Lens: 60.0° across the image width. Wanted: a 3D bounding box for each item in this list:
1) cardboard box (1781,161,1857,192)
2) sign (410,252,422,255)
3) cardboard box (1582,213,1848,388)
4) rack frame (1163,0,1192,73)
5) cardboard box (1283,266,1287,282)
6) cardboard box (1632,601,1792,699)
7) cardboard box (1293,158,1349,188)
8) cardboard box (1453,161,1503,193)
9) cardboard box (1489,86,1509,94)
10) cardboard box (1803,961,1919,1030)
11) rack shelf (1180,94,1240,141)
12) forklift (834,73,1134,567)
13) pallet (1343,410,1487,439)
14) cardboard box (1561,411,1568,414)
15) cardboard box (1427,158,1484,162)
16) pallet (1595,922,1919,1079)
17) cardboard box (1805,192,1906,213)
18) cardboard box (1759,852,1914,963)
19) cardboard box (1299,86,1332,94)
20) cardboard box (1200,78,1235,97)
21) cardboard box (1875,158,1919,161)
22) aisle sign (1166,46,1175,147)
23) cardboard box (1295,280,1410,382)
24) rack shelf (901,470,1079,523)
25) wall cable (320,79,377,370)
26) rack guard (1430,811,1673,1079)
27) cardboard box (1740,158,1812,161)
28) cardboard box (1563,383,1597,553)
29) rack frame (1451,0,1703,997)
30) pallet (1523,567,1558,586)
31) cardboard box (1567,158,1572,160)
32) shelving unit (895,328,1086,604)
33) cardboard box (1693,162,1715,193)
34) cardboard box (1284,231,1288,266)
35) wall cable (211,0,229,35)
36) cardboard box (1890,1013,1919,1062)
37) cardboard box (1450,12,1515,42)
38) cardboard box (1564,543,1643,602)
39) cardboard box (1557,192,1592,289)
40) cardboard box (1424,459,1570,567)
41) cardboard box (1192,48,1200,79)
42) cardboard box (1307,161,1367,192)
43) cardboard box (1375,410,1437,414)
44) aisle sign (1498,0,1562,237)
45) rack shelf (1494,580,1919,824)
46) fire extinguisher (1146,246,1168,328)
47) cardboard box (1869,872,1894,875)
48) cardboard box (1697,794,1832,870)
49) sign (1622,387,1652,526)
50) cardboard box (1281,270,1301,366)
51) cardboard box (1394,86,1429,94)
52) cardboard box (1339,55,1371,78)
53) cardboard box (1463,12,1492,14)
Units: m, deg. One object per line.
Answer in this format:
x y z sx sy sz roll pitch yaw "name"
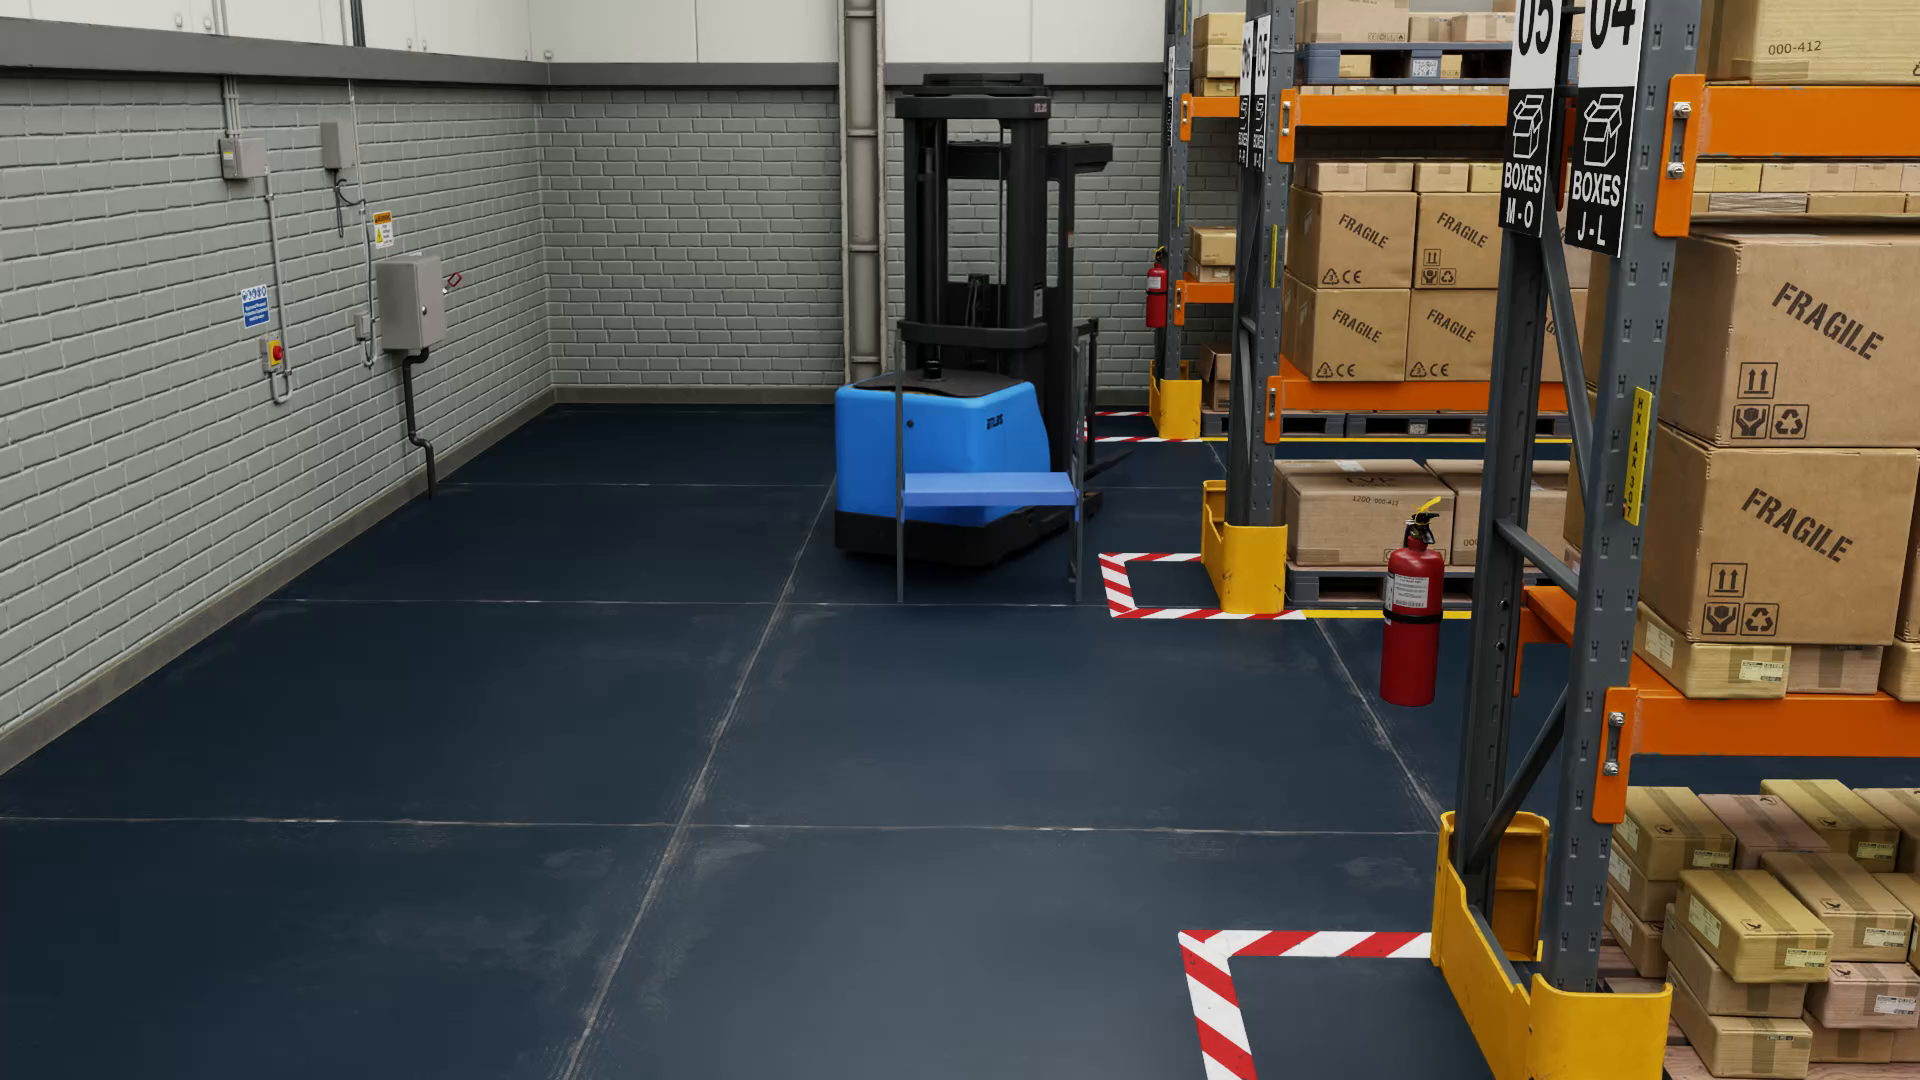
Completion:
4.598 -1.957 8.949 0.250 0.149 0.380 0 15 1 "cardboard box"
-3.953 -1.833 12.093 0.001 0.494 0.329 0 15 1 "sign"
2.118 -0.659 4.719 0.500 0.500 0.500 0 15 0 "cardboard box"
1.802 -5.353 13.488 0.127 3.000 1.000 0 15 1 "rack frame"
2.643 -2.275 14.077 0.250 0.149 0.380 0 15 1 "cardboard box"
1.969 0.284 4.375 0.250 0.149 0.380 0 15 1 "cardboard box"
2.043 -2.080 9.417 0.250 0.149 0.380 1 15 2 "cardboard box"
2.811 -1.947 8.912 0.250 0.149 0.380 0 15 0 "cardboard box"
4.409 -3.700 13.596 0.250 0.149 0.380 1 15 3 "cardboard box"
2.443 1.194 4.618 0.250 0.149 0.380 0 15 1 "cardboard box"
3.802 -3.541 13.913 4.000 0.370 1.077 0 15 1 "rack shelf"
0.335 -1.585 11.102 1.130 2.935 3.031 7 16 26 "forklift"
3.892 -1.089 14.555 1.213 0.211 1.003 0 15 1 "pallet"
5.236 -1.179 14.194 0.250 0.149 0.380 0 15 0 "cardboard box"
2.808 -2.092 9.463 0.250 0.149 0.380 1 15 3 "cardboard box"
2.541 1.440 4.967 1.213 0.211 1.003 0 15 1 "pallet"
4.692 -1.630 8.981 0.500 0.500 0.500 0 15 1 "cardboard box"
2.448 1.026 4.670 0.250 0.149 0.380 1 15 2 "cardboard box"
2.880 -3.690 13.560 0.250 0.149 0.380 1 15 3 "cardboard box"
2.115 -3.719 13.670 0.250 0.149 0.380 1 15 3 "cardboard box"
5.369 -2.074 9.392 0.250 0.149 0.380 0 15 1 "cardboard box"
1.726 -3.634 13.639 0.004 0.787 0.394 0 15 1 "aisle sign"
2.152 -1.158 9.153 0.500 0.500 0.500 0 15 1 "cardboard box"
0.160 -0.255 9.571 1.000 0.185 0.538 0 15 -2 "rack shelf"
-3.934 -2.070 10.813 0.122 1.984 0.588 0 15 1 "wall cable"
1.730 1.286 4.985 0.348 0.500 1.175 0 15 1 "rack guard"
4.609 -2.079 9.414 0.250 0.149 0.380 0 15 1 "cardboard box"
2.110 -0.178 4.855 0.500 0.500 0.500 1 15 3 "cardboard box"
1.654 0.077 4.668 0.127 3.000 1.000 0 15 1 "rack frame"
3.697 0.156 9.834 1.213 0.211 1.003 0 15 1 "pallet"
3.582 -2.079 9.414 0.250 0.149 0.380 1 15 3 "cardboard box"
0.160 -0.429 9.525 1.048 1.500 0.538 0 15 -2 "shelving unit"
3.839 -1.948 8.917 0.250 0.149 0.380 0 15 1 "cardboard box"
2.753 -2.448 13.950 0.500 0.250 0.500 1 15 2 "cardboard box"
-4.014 -4.052 8.558 0.029 3.000 0.463 0 15 1 "wall cable"
2.682 1.318 4.729 0.250 0.149 0.380 1 15 2 "cardboard box"
2.761 -2.700 8.789 0.250 0.149 0.380 1 15 3 "cardboard box"
1.987 0.129 4.965 0.250 0.149 0.380 0 15 1 "cardboard box"
3.183 -1.639 9.016 0.500 0.500 0.500 0 15 1 "cardboard box"
3.257 -0.167 9.794 0.875 0.438 0.875 1 15 3 "cardboard box"
2.254 -4.040 14.104 0.500 0.250 0.500 0 15 0 "cardboard box"
2.027 -1.958 8.956 0.250 0.149 0.380 1 15 3 "cardboard box"
3.791 -1.374 14.243 0.500 0.500 0.500 1 15 2 "cardboard box"
1.588 -1.257 4.628 0.004 0.787 0.394 0 15 1 "aisle sign"
3.653 0.438 4.710 4.000 0.370 1.077 0 15 1 "rack shelf"
1.643 -2.117 13.867 0.183 0.674 0.296 0 15 1 "fire extinguisher"
2.708 1.042 5.192 0.250 0.149 0.380 0 15 -1 "cardboard box"
2.439 0.920 5.072 0.250 0.149 0.380 1 15 3 "cardboard box"
1.640 -0.203 4.033 0.005 0.325 0.100 0 15 1 "sign"
2.168 -1.299 9.686 0.500 0.500 0.500 0 15 2 "cardboard box"
3.645 -3.685 13.538 0.250 0.149 0.380 0 15 2 "cardboard box"
3.259 -3.896 13.559 0.500 0.250 0.500 0 15 0 "cardboard box"
4.276 -4.138 13.493 0.500 0.250 0.500 1 15 2 "cardboard box"
